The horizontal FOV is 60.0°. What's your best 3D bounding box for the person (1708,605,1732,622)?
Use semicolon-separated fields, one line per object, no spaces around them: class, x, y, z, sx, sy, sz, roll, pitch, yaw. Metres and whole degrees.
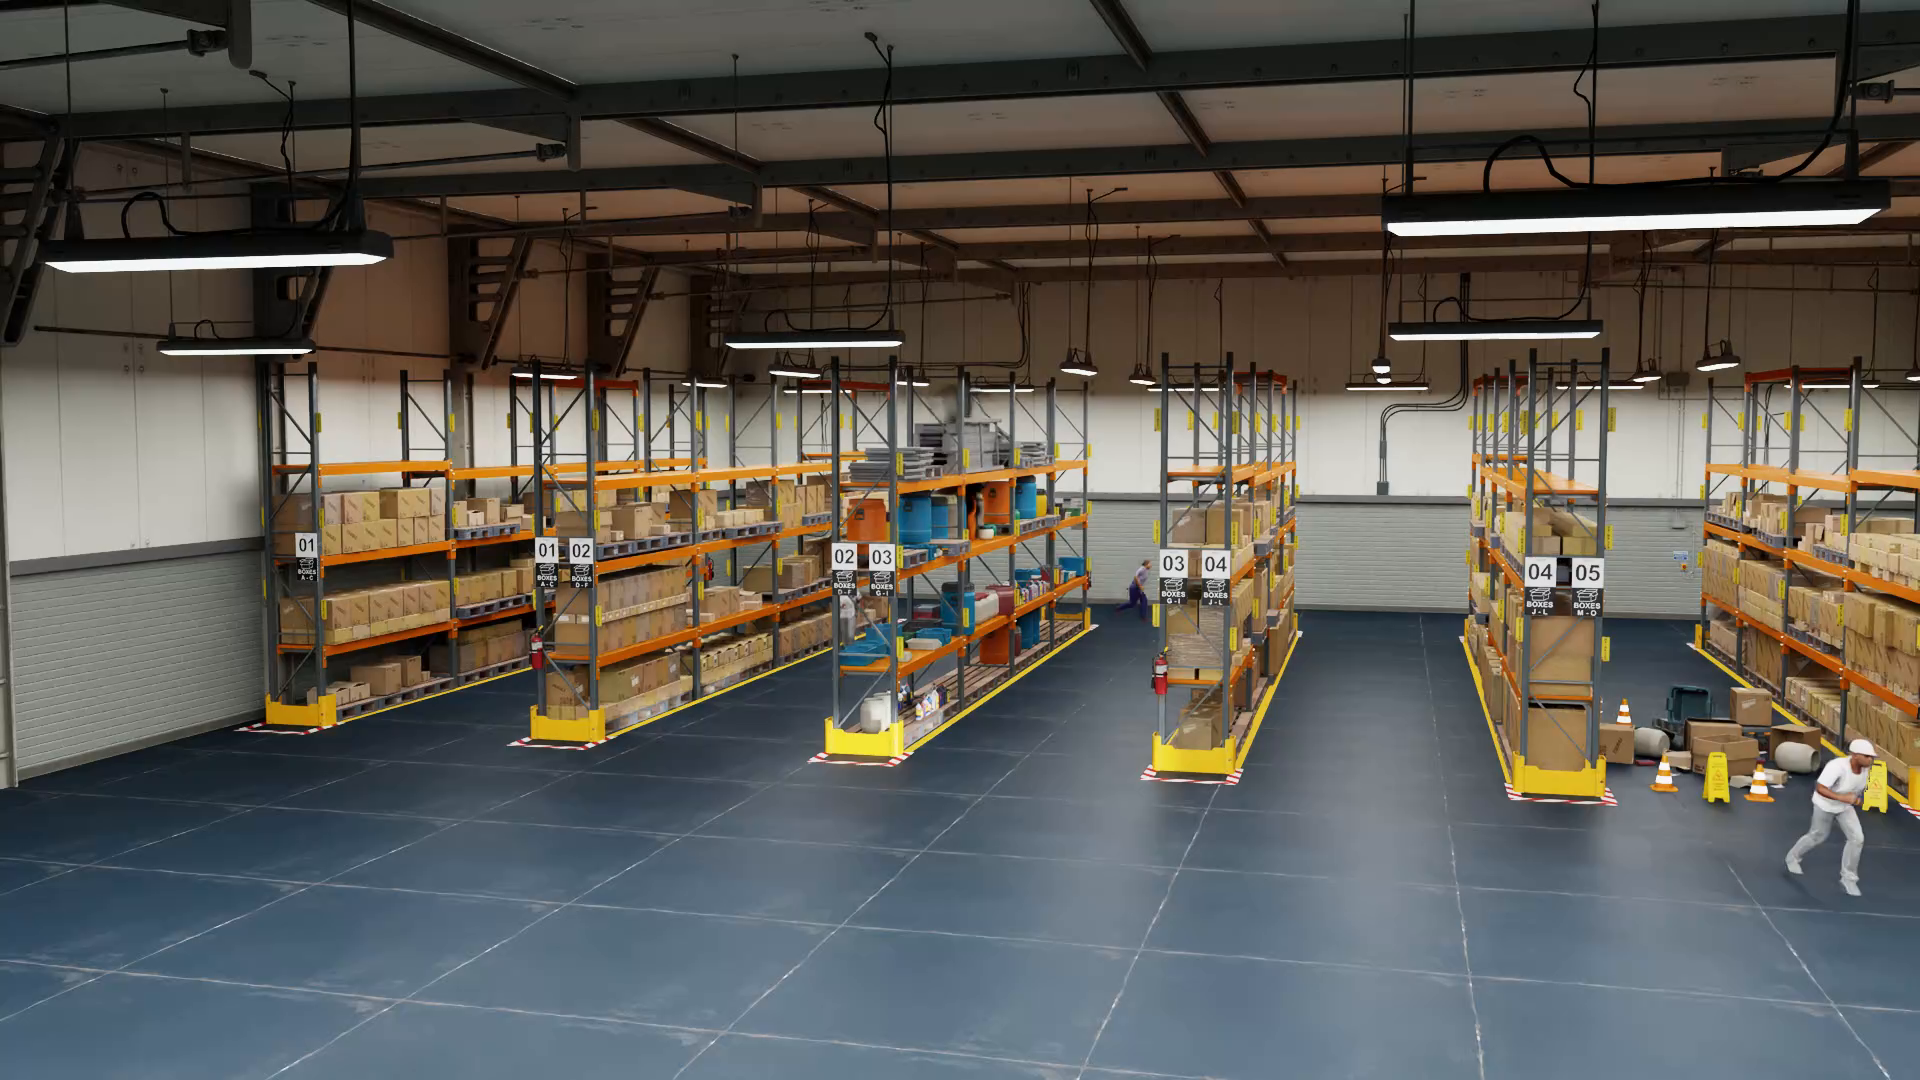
person;17.462;1.493;38.071;0.722;1.692;0.610;-3;5;-38

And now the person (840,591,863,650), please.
person;-2.202;1.599;32.639;0.539;1.825;0.752;1;4;8

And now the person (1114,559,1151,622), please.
person;4.382;1.283;42.071;0.942;1.611;0.627;1;4;16

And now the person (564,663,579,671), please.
person;-6.869;2.116;29.848;0.566;1.589;0.841;1;4;14

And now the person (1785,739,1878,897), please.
person;9.392;2.937;17.927;0.747;1.714;1.043;-2;4;-23
